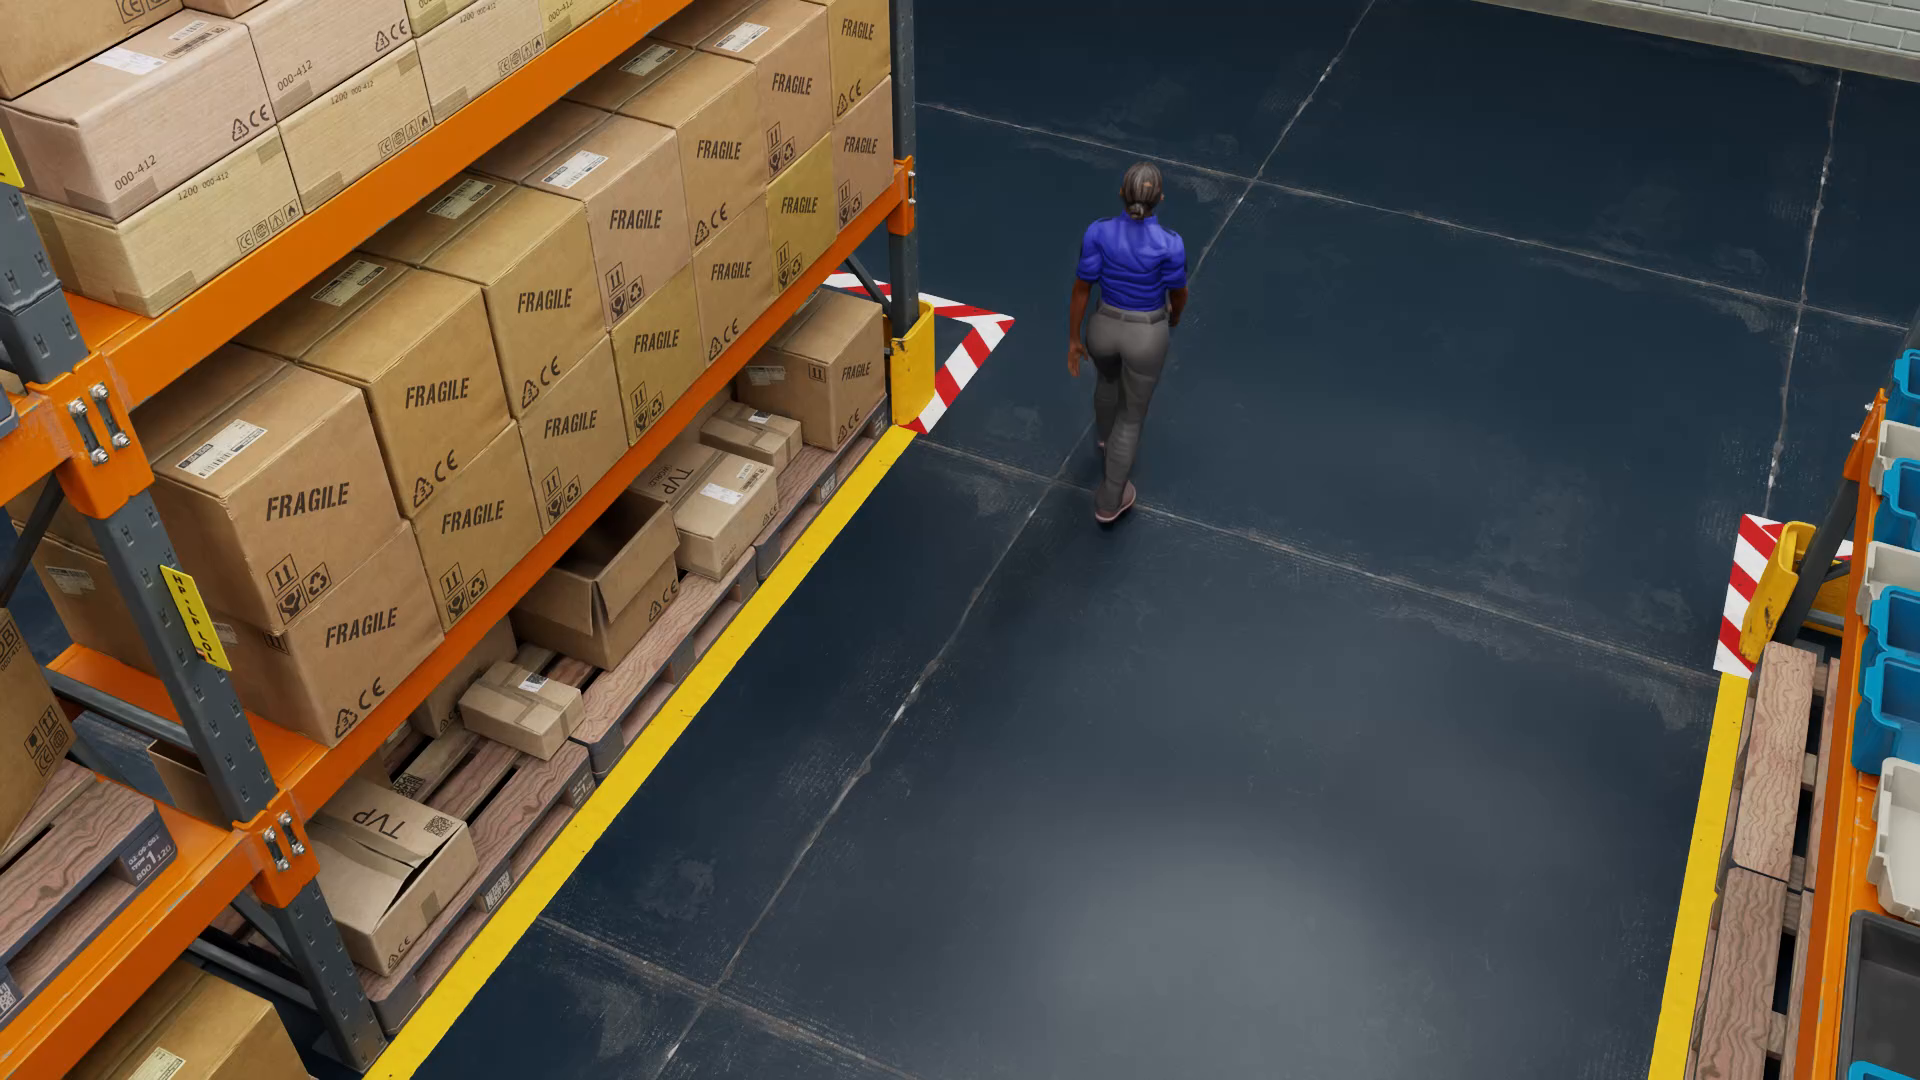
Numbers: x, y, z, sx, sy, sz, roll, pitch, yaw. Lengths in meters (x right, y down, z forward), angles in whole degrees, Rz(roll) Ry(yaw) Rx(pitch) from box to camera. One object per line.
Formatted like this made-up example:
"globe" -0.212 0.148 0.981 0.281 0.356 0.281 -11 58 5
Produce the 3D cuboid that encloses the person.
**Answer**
"person" 0.729 -0.874 7.151 0.449 1.700 0.730 17 45 18
